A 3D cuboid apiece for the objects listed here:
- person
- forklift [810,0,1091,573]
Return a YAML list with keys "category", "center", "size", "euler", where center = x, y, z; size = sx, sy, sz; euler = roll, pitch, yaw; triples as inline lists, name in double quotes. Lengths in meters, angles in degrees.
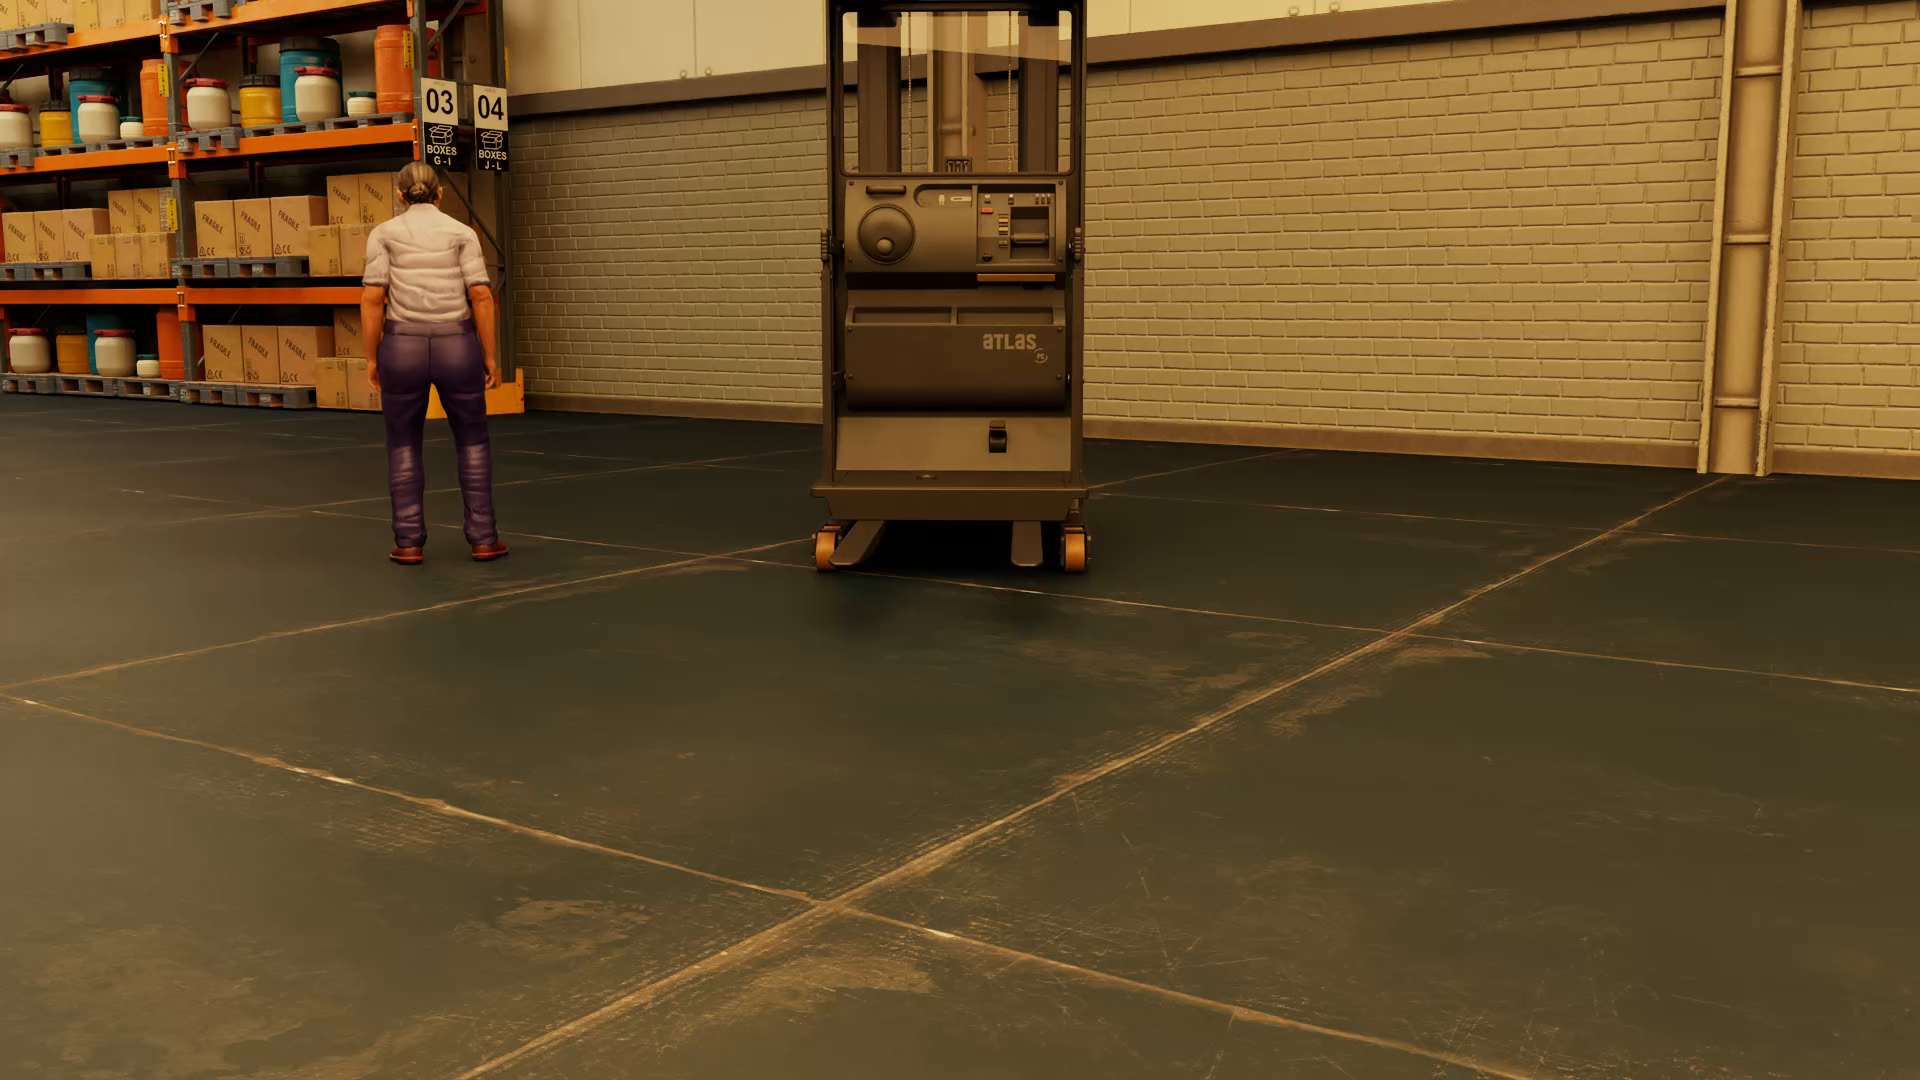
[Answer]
- category: "person"
  center: [-2.185, -0.733, 6.902]
  size: [0.545, 1.652, 0.375]
  euler: [-2, 8, -16]
- category: "forklift"
  center: [-0.025, -1.363, 6.774]
  size: [1.130, 2.935, 3.031]
  euler: [0, 8, 2]
